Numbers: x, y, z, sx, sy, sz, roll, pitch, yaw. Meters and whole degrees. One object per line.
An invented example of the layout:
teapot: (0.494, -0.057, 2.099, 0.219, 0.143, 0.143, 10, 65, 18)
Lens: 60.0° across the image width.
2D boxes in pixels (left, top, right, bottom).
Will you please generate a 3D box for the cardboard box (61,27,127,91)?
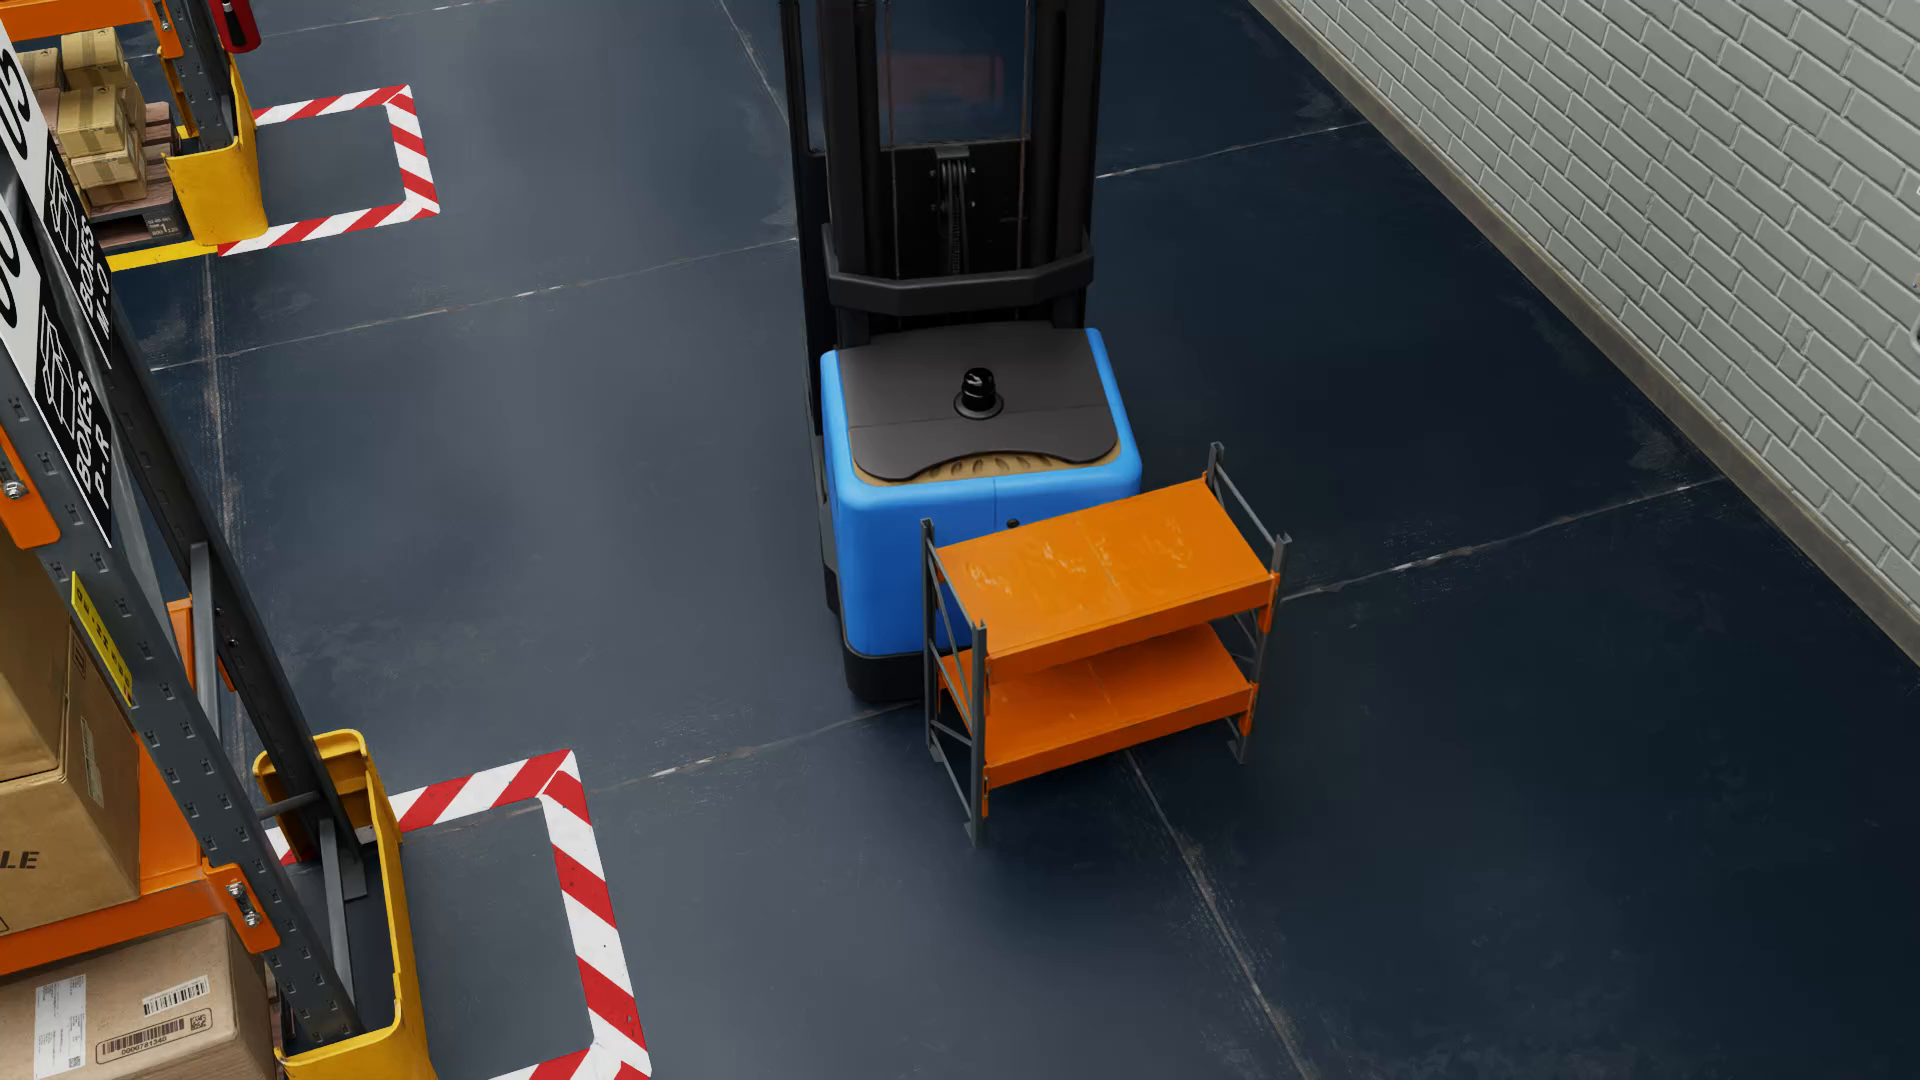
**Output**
cardboard box: (-4.329, -2.391, 8.312, 0.250, 0.149, 0.380, -16, 47, -16)

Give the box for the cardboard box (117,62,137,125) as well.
cardboard box: (-4.301, -2.231, 8.362, 0.250, 0.149, 0.380, -13, 46, -12)

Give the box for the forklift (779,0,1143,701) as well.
forklift: (-0.092, -1.499, 6.175, 1.130, 2.935, 3.031, -6, 45, -6)

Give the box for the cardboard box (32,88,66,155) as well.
cardboard box: (-4.388, -1.973, 7.895, 0.250, 0.149, 0.380, -13, 47, -13)

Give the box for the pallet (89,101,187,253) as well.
pallet: (-4.568, -1.765, 8.360, 1.213, 0.211, 1.003, -14, 47, -14)

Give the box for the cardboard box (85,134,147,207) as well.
cardboard box: (-4.145, -1.815, 8.158, 0.250, 0.149, 0.380, -14, 47, -13)

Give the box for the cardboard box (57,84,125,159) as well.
cardboard box: (-4.132, -1.995, 7.917, 0.250, 0.149, 0.380, -14, 47, -13)

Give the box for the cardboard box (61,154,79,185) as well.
cardboard box: (-4.384, -1.842, 7.974, 0.250, 0.149, 0.380, -15, 47, -15)

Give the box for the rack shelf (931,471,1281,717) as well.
rack shelf: (0.454, 0.160, 5.383, 1.000, 0.278, 0.538, -15, 47, -14)

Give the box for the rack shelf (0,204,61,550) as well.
rack shelf: (-3.826, 0.010, 3.012, 4.000, 0.370, 1.077, -14, 47, -14)

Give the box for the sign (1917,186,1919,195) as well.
sign: (3.392, -1.179, 5.617, 0.001, 0.218, 0.327, -14, 47, -14)

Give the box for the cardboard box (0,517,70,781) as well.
cardboard box: (-2.317, 0.221, 3.636, 0.500, 0.500, 0.500, -13, 47, -13)

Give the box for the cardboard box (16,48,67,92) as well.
cardboard box: (-4.547, -2.245, 8.166, 0.250, 0.149, 0.380, -14, 47, -13)

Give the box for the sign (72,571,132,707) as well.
sign: (-1.774, 0.207, 3.441, 0.005, 0.325, 0.100, -14, 47, -14)

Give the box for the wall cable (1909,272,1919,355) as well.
wall cable: (3.351, -1.407, 5.295, 0.123, 1.953, 0.585, -14, 47, -14)

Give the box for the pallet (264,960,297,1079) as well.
pallet: (-2.670, 1.563, 5.043, 1.213, 0.211, 1.003, -14, 47, -14)

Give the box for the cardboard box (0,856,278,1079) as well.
cardboard box: (-2.532, 1.316, 4.833, 0.875, 0.438, 0.875, -16, 47, -15)

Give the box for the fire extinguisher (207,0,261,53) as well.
fire extinguisher: (-3.327, -2.533, 7.475, 0.183, 0.674, 0.296, -14, 47, -14)

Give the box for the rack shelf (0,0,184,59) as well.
rack shelf: (-5.602, -2.204, 7.337, 4.000, 0.370, 1.077, -14, 47, -14)

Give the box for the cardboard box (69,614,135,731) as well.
cardboard box: (-2.494, 0.223, 4.339, 0.500, 0.500, 0.500, -15, 47, -14)

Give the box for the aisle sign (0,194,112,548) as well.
aisle sign: (-1.772, -0.394, 3.190, 0.004, 0.787, 0.394, -14, 47, -14)

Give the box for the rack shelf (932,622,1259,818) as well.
rack shelf: (0.454, 0.539, 5.763, 1.000, 0.278, 0.538, -15, 47, -14)

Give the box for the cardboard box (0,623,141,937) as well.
cardboard box: (-2.309, 0.591, 3.972, 0.500, 0.500, 0.500, -14, 47, -14)

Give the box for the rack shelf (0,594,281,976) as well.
rack shelf: (-3.826, 1.069, 4.074, 4.000, 0.370, 1.077, -14, 47, -14)

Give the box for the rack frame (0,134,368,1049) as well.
rack frame: (-1.945, 0.334, 4.299, 0.127, 3.000, 1.000, -14, 47, -14)

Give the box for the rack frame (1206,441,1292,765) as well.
rack frame: (0.929, 0.239, 5.717, 0.032, 1.125, 0.500, -15, 47, -14)

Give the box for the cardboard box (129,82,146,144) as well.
cardboard box: (-4.322, -2.168, 8.509, 0.250, 0.149, 0.380, -13, 47, -13)

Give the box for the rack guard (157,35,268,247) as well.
rack guard: (-3.792, -2.038, 8.429, 0.348, 0.500, 1.175, -14, 47, -14)

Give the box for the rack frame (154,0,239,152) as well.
rack frame: (-3.721, -2.939, 7.562, 0.127, 3.000, 1.000, -14, 47, -14)

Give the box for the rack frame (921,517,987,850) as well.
rack frame: (-0.022, 0.494, 5.463, 0.032, 1.125, 0.500, -15, 47, -14)

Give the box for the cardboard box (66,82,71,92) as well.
cardboard box: (-4.577, -2.203, 8.334, 0.250, 0.149, 0.380, -15, 47, -14)

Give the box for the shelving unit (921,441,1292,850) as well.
shelving unit: (0.454, 0.367, 5.590, 1.048, 1.125, 0.538, -15, 47, -14)

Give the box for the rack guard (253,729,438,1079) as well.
rack guard: (-1.922, 1.211, 5.190, 0.348, 0.500, 1.175, -14, 47, -14)

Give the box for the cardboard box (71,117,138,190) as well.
cardboard box: (-4.120, -1.869, 8.001, 0.250, 0.149, 0.380, -16, 47, -15)

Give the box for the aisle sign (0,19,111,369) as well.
aisle sign: (-1.976, -0.794, 3.588, 0.004, 0.787, 0.394, -14, 47, -14)

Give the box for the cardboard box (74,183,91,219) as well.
cardboard box: (-4.352, -1.686, 8.029, 0.250, 0.149, 0.380, -13, 47, -13)
